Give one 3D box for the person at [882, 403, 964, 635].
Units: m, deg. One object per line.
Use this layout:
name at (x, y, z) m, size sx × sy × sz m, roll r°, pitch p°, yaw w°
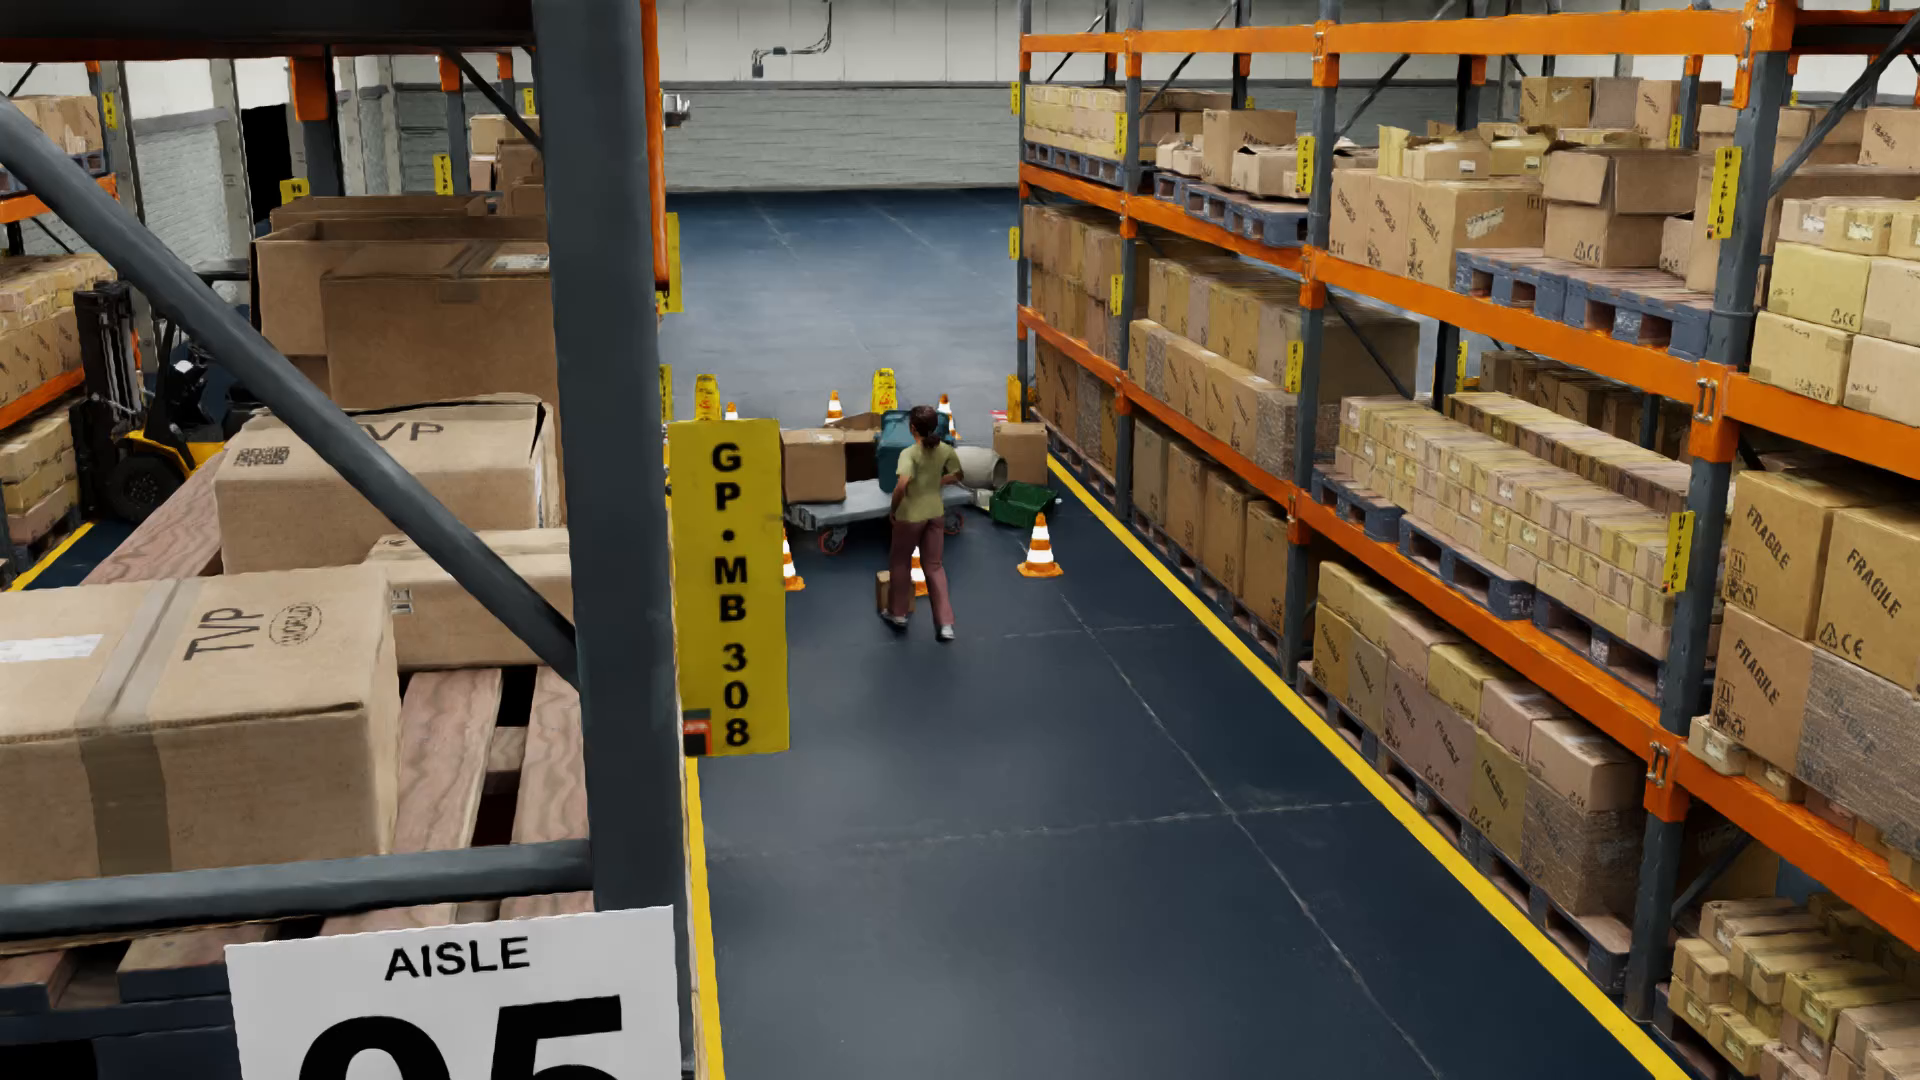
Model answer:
person at (-0.328, -0.167, 11.560) m, size 0.620 × 1.652 × 0.761 m, roll -10°, pitch 19°, yaw -31°
